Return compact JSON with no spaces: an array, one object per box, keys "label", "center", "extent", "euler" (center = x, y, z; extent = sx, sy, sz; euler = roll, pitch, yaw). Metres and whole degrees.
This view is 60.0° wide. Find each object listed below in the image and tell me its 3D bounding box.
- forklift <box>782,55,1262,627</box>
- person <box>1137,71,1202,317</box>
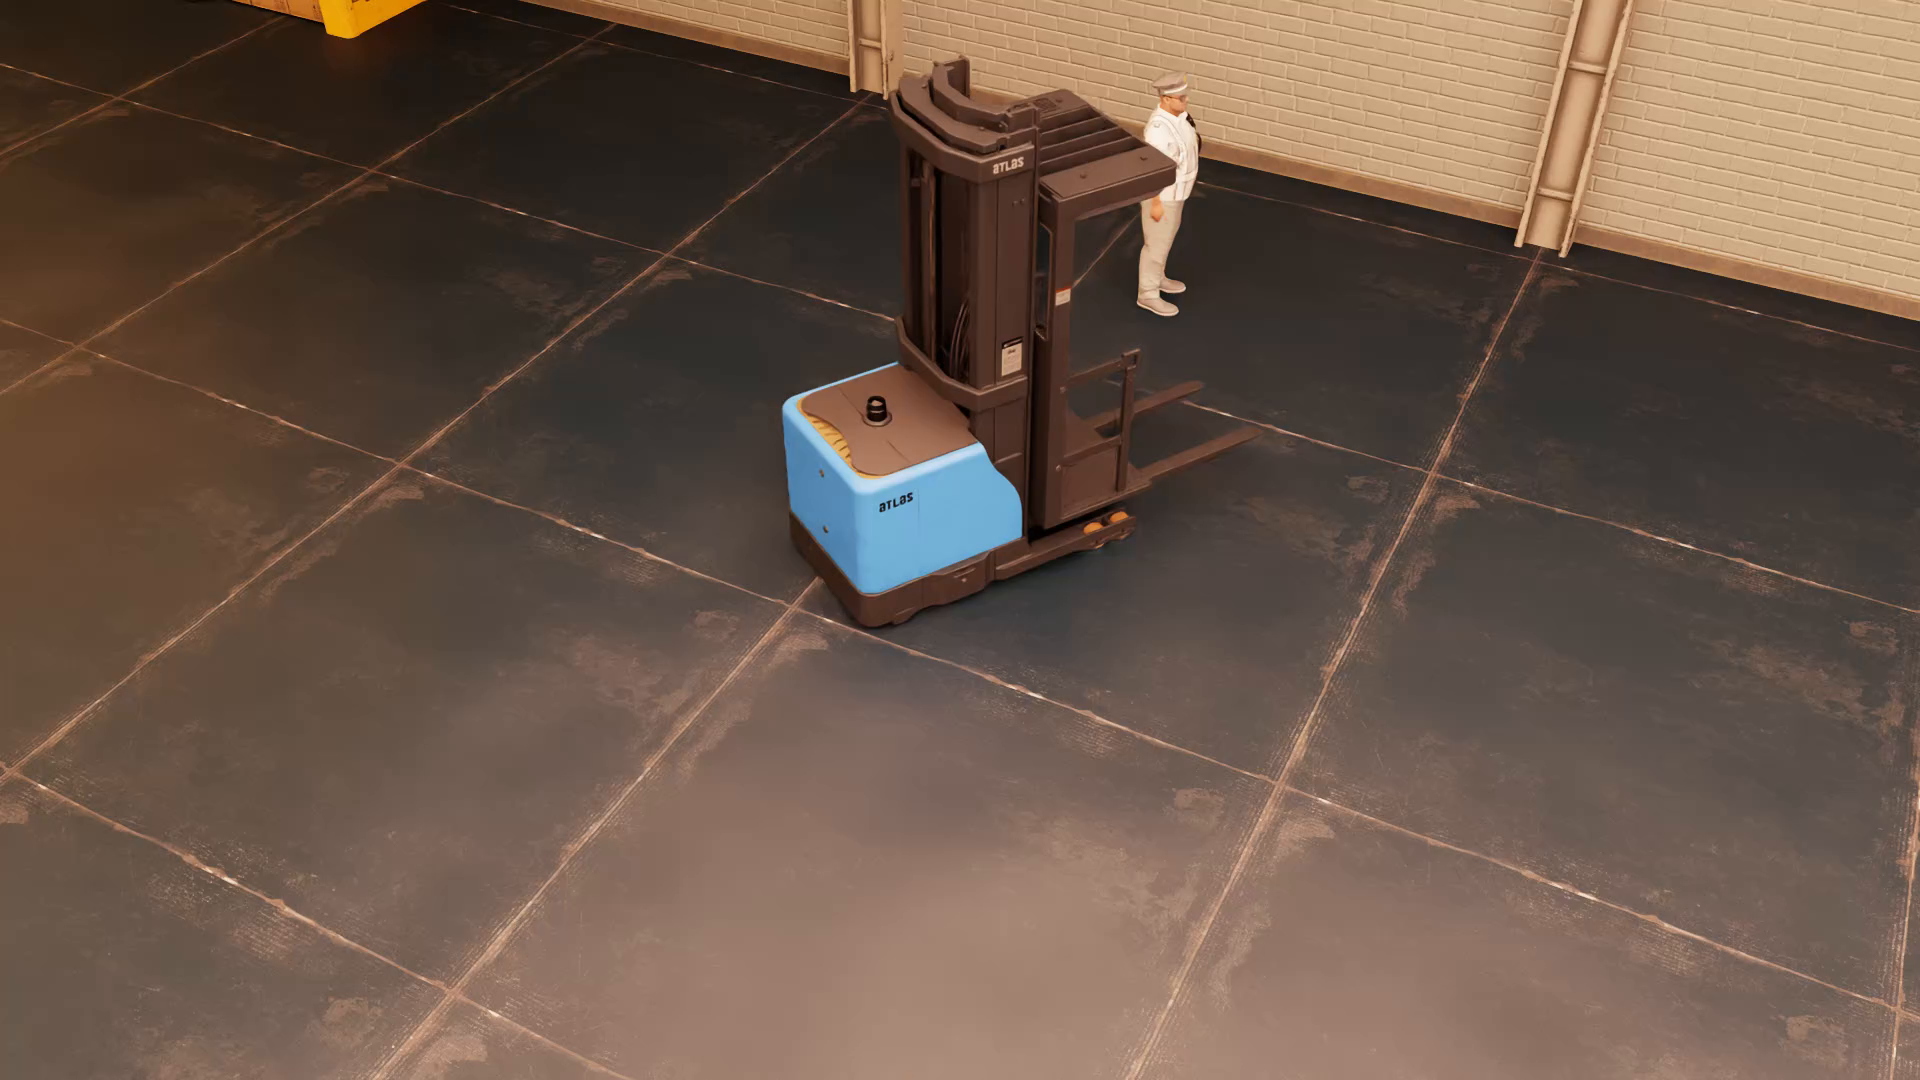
[{"label":"forklift","center":[0.487,-1.334,9.570],"extent":[3.031,2.935,1.130],"euler":[-21,45,-23]},{"label":"person","center":[1.475,-2.494,11.853],"extent":[0.399,1.770,0.521],"euler":[12,41,14]}]
